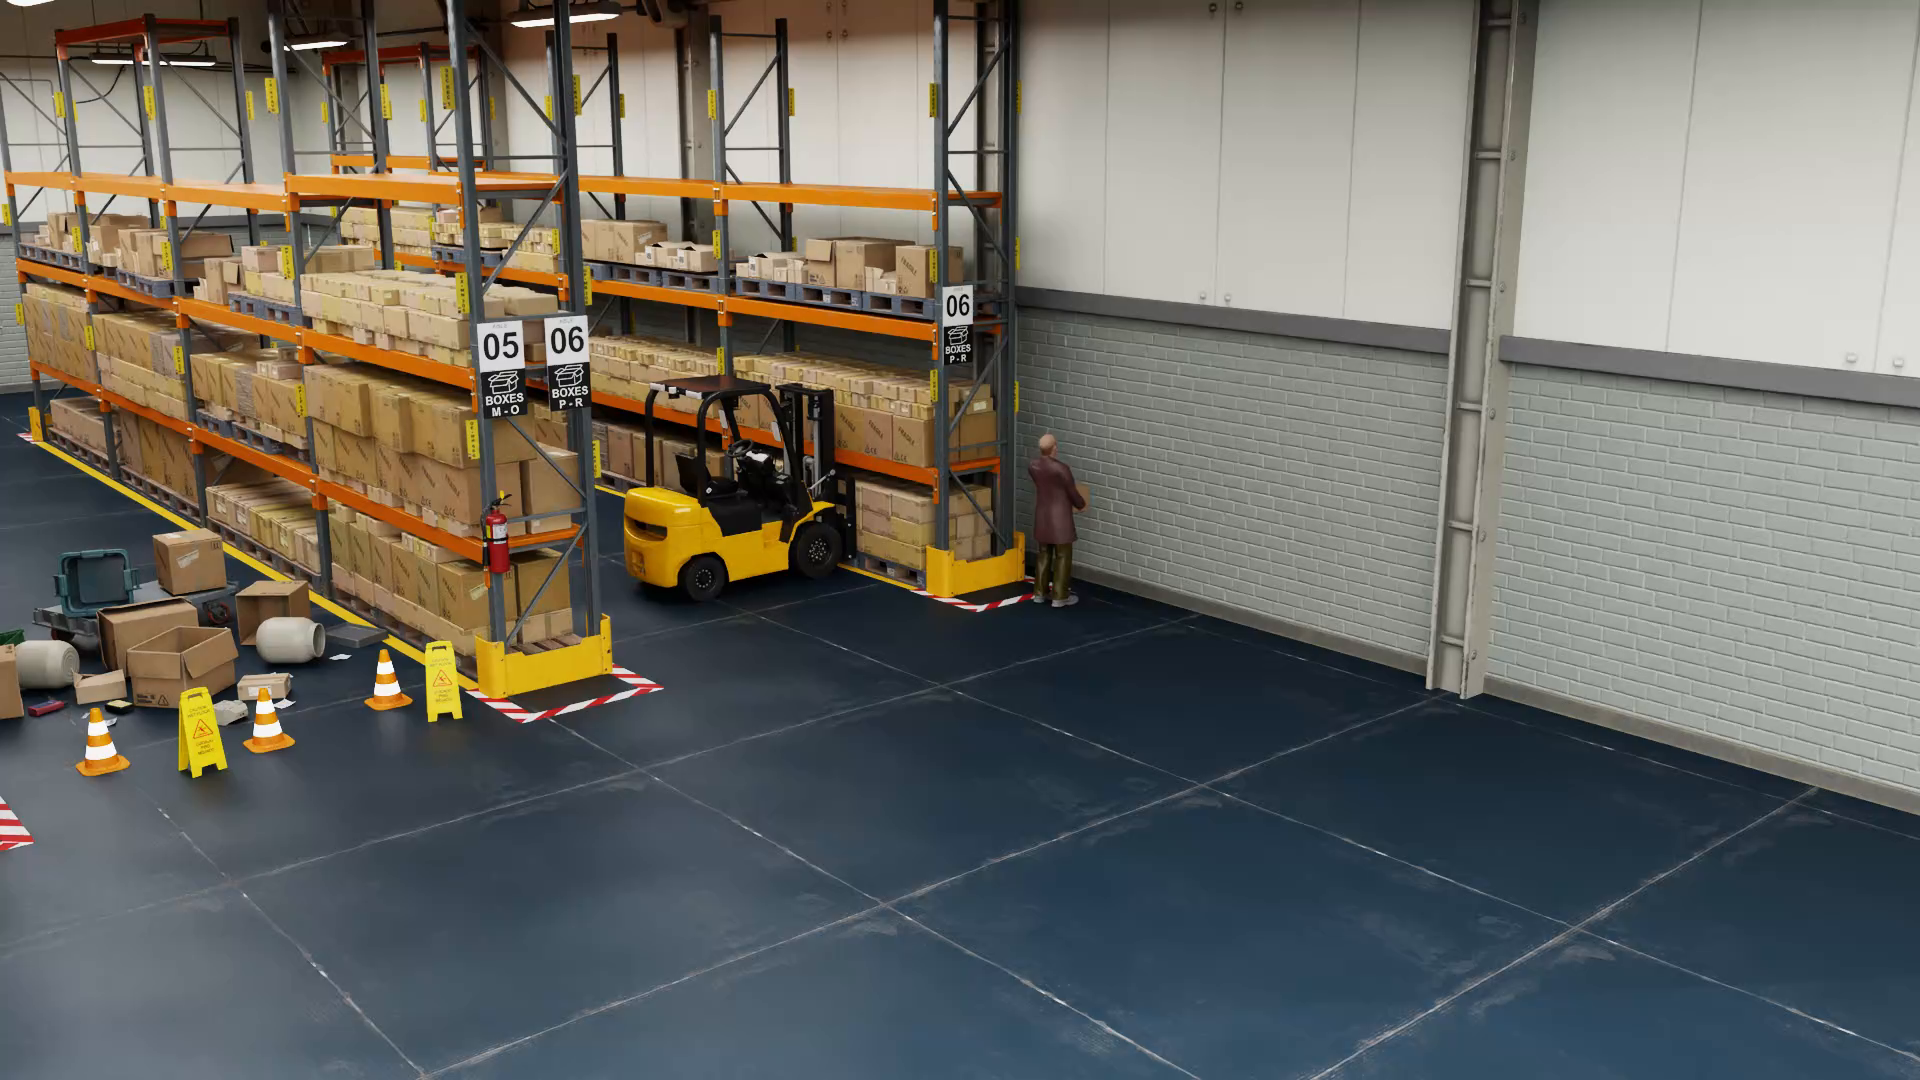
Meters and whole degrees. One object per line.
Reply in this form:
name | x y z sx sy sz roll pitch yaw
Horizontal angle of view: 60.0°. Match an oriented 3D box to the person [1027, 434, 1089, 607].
person | 1.018 -0.230 16.977 0.534 1.770 0.562 13 19 41
